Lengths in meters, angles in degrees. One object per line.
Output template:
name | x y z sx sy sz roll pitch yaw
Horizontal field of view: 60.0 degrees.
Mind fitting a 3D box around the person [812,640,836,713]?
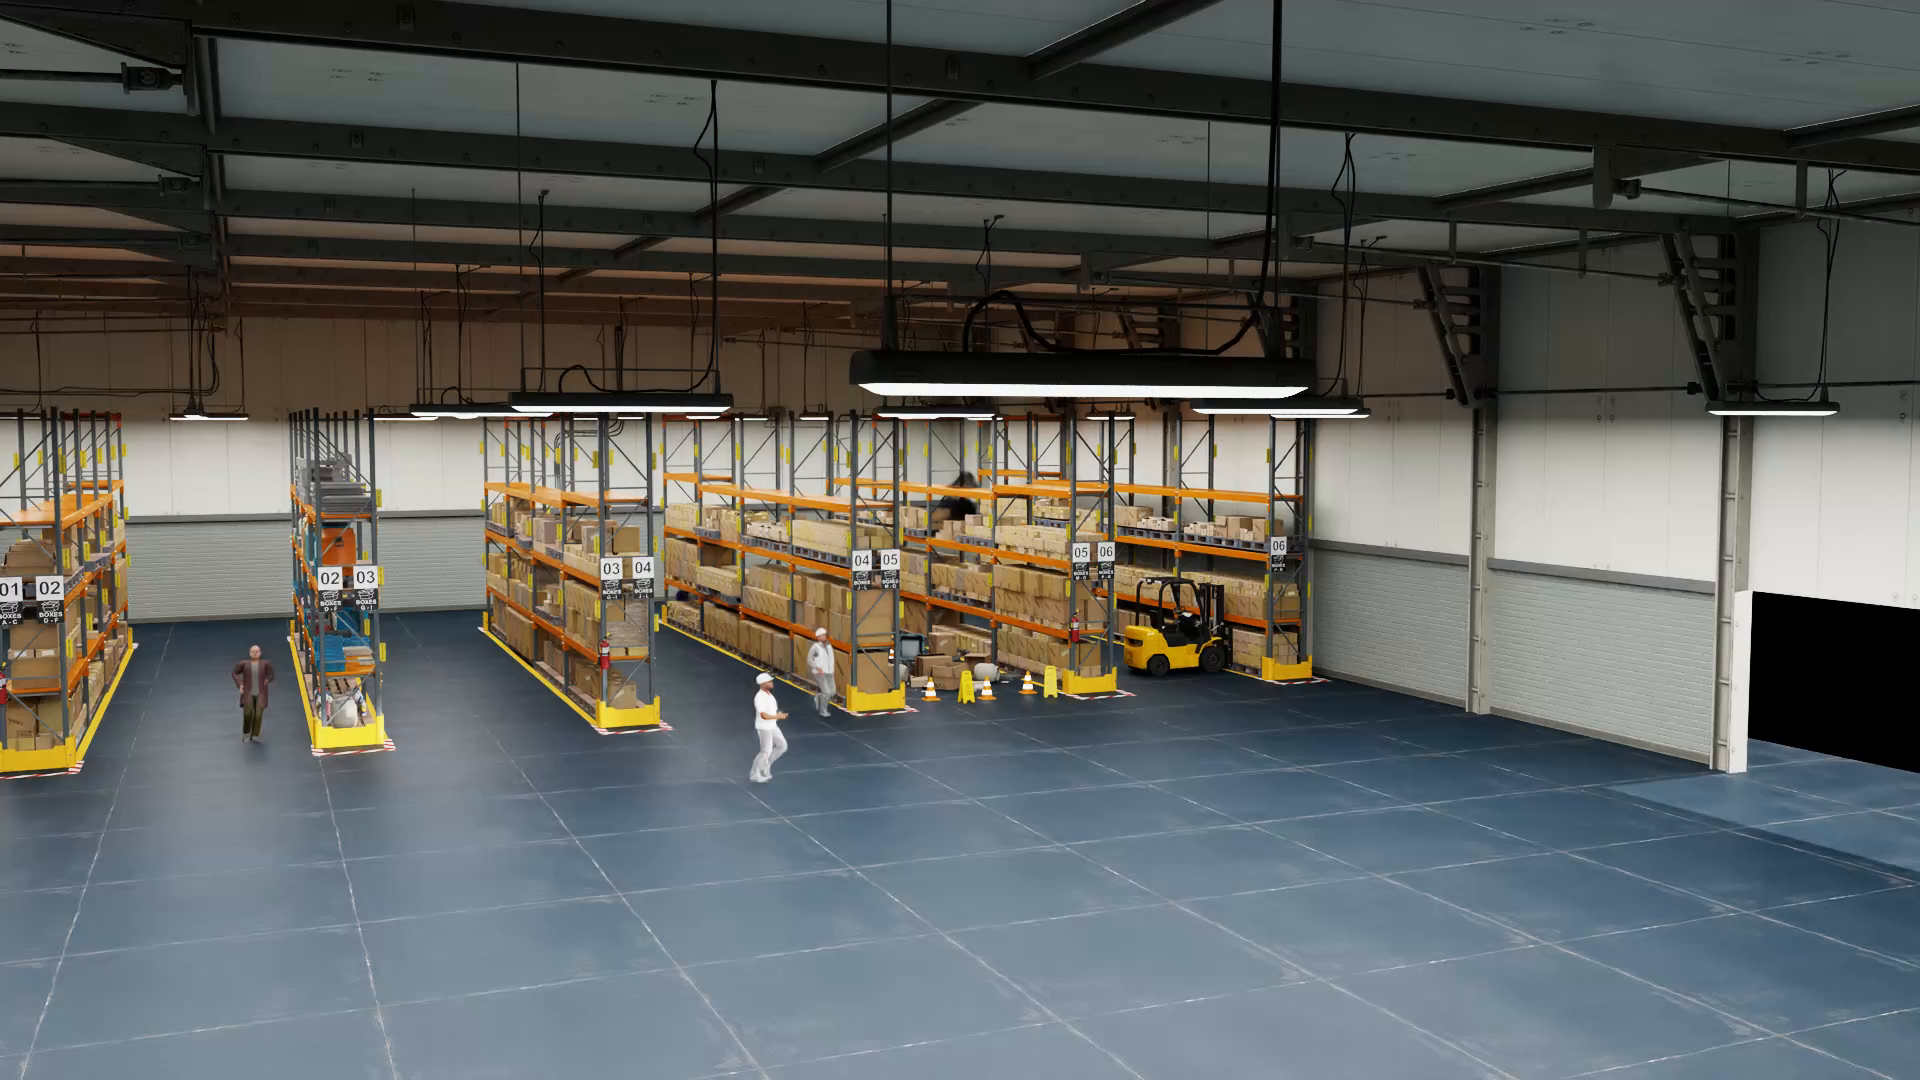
person | -2.702 2.665 32.547 0.516 1.447 0.449 4 5 43

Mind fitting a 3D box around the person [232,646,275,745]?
person | -12.602 2.774 29.701 0.704 1.761 0.697 -2 4 -27

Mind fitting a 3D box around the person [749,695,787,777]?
person | -3.071 3.087 26.507 0.599 1.375 0.652 1 4 7
